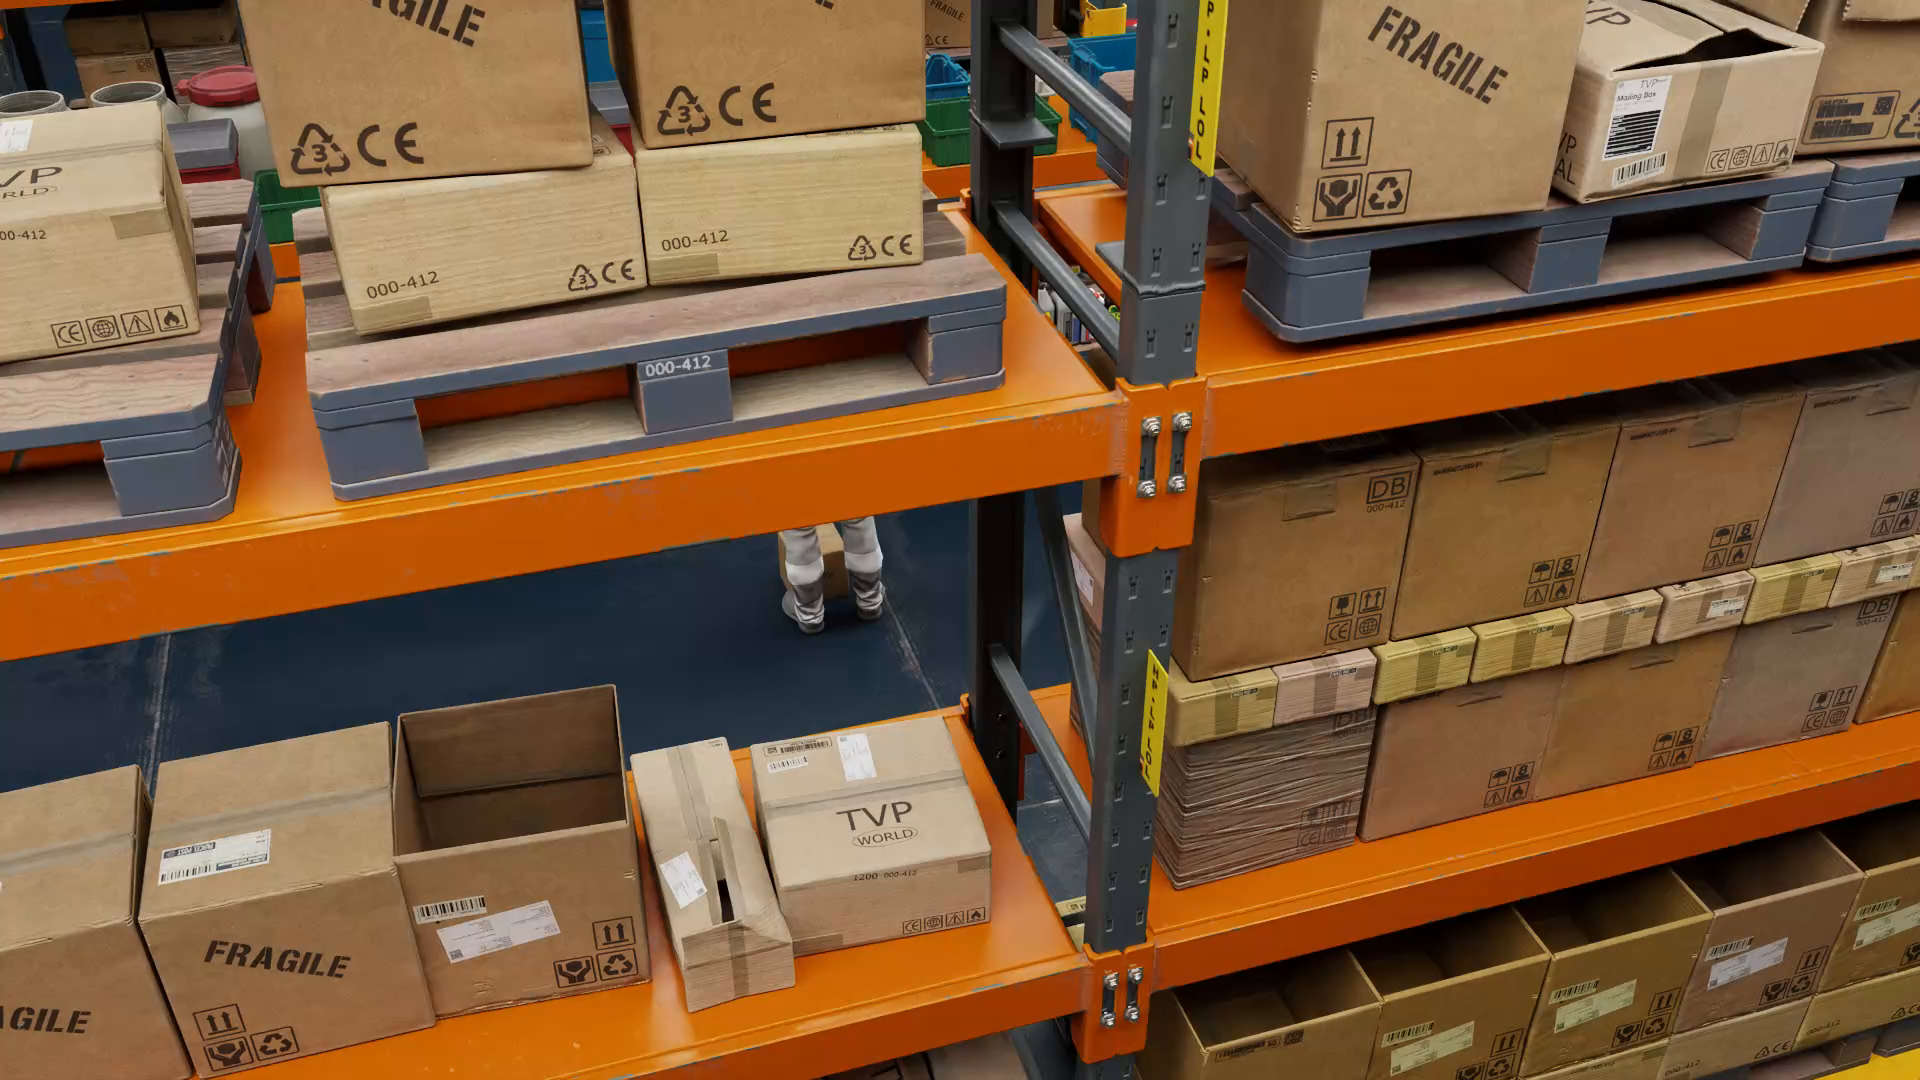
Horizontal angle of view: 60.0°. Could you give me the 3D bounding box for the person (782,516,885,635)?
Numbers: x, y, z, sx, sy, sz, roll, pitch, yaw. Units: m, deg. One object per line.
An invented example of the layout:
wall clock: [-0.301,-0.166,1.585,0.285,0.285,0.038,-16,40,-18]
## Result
person: [-0.579,-0.418,6.756,0.590,1.779,0.452,-11,35,-16]
